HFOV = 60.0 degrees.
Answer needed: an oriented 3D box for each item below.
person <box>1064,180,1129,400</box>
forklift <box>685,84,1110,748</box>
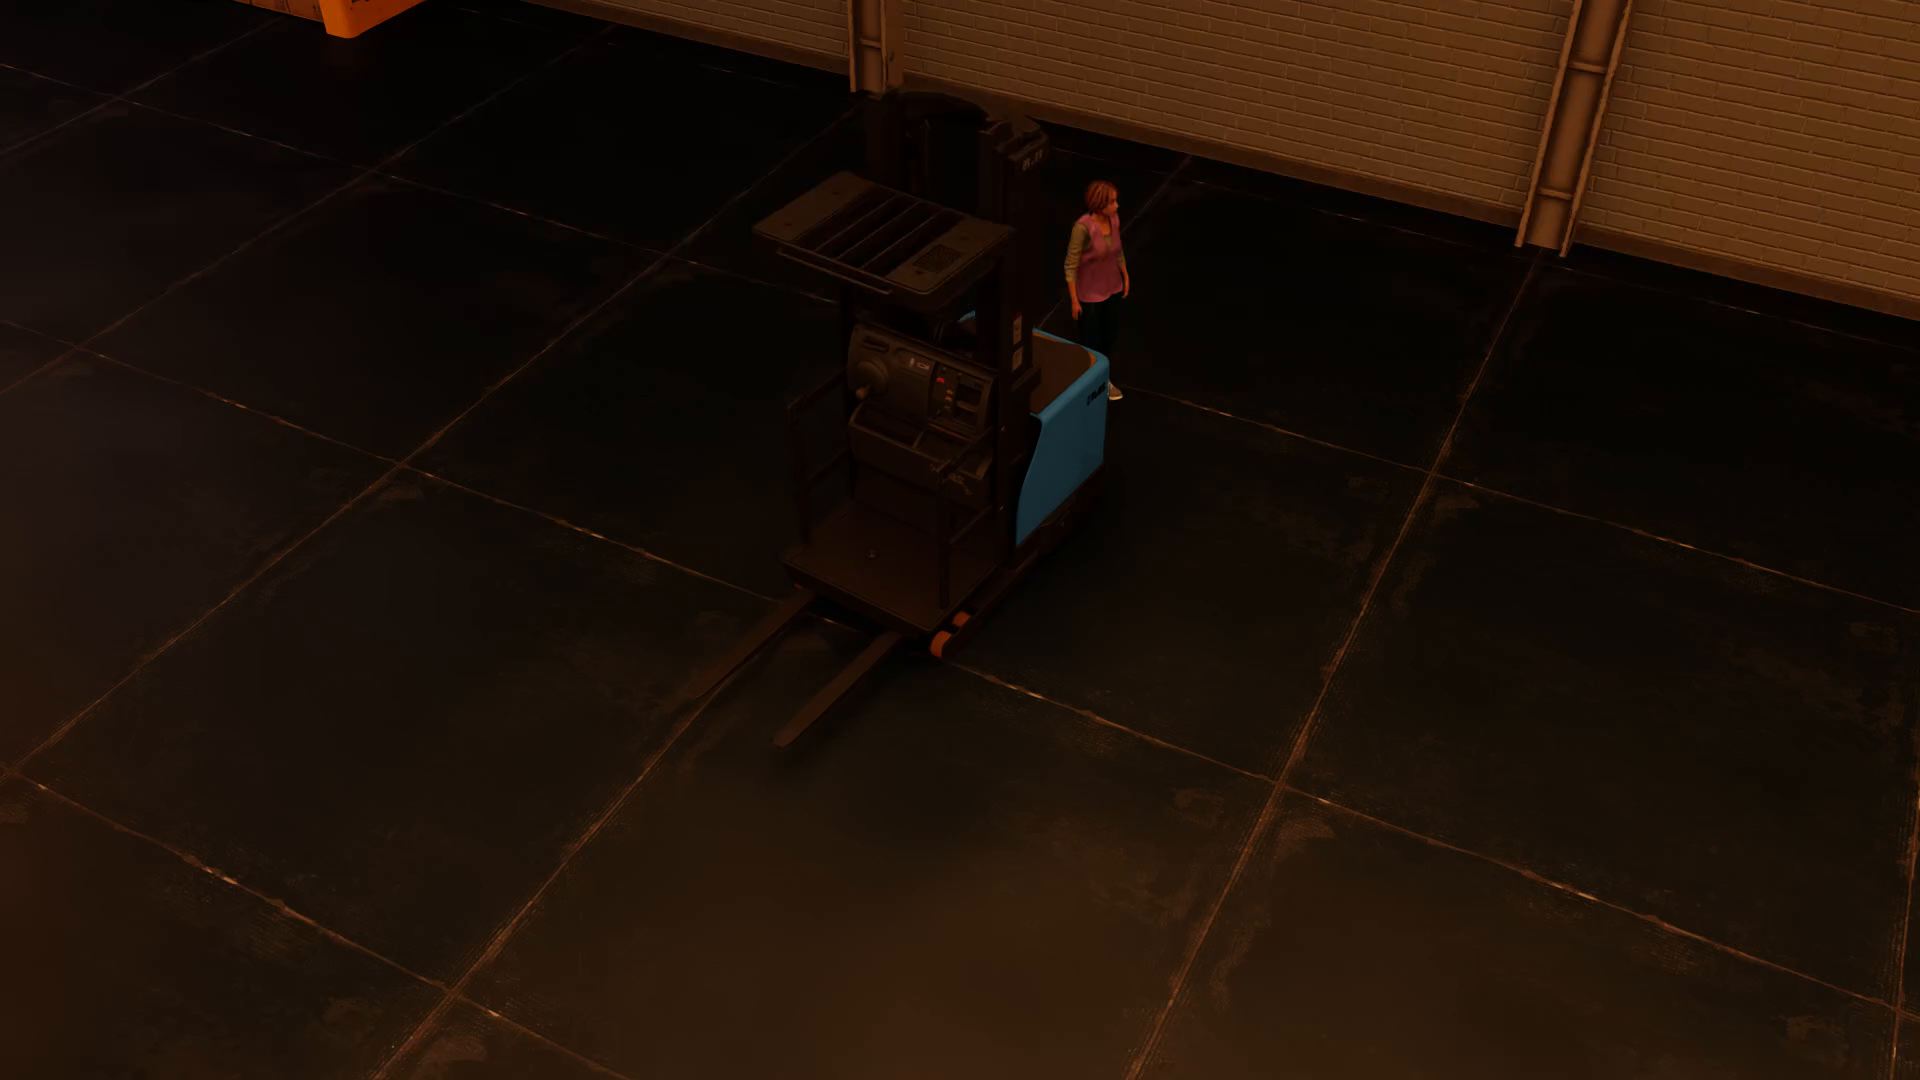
[{"bbox_3d":[0.942,-1.596,10.914,0.517,1.602,0.420,-32,50,-32],"label":"person"},{"bbox_3d":[-0.343,-0.796,8.931,1.130,2.935,3.031,24,46,26],"label":"forklift"}]
